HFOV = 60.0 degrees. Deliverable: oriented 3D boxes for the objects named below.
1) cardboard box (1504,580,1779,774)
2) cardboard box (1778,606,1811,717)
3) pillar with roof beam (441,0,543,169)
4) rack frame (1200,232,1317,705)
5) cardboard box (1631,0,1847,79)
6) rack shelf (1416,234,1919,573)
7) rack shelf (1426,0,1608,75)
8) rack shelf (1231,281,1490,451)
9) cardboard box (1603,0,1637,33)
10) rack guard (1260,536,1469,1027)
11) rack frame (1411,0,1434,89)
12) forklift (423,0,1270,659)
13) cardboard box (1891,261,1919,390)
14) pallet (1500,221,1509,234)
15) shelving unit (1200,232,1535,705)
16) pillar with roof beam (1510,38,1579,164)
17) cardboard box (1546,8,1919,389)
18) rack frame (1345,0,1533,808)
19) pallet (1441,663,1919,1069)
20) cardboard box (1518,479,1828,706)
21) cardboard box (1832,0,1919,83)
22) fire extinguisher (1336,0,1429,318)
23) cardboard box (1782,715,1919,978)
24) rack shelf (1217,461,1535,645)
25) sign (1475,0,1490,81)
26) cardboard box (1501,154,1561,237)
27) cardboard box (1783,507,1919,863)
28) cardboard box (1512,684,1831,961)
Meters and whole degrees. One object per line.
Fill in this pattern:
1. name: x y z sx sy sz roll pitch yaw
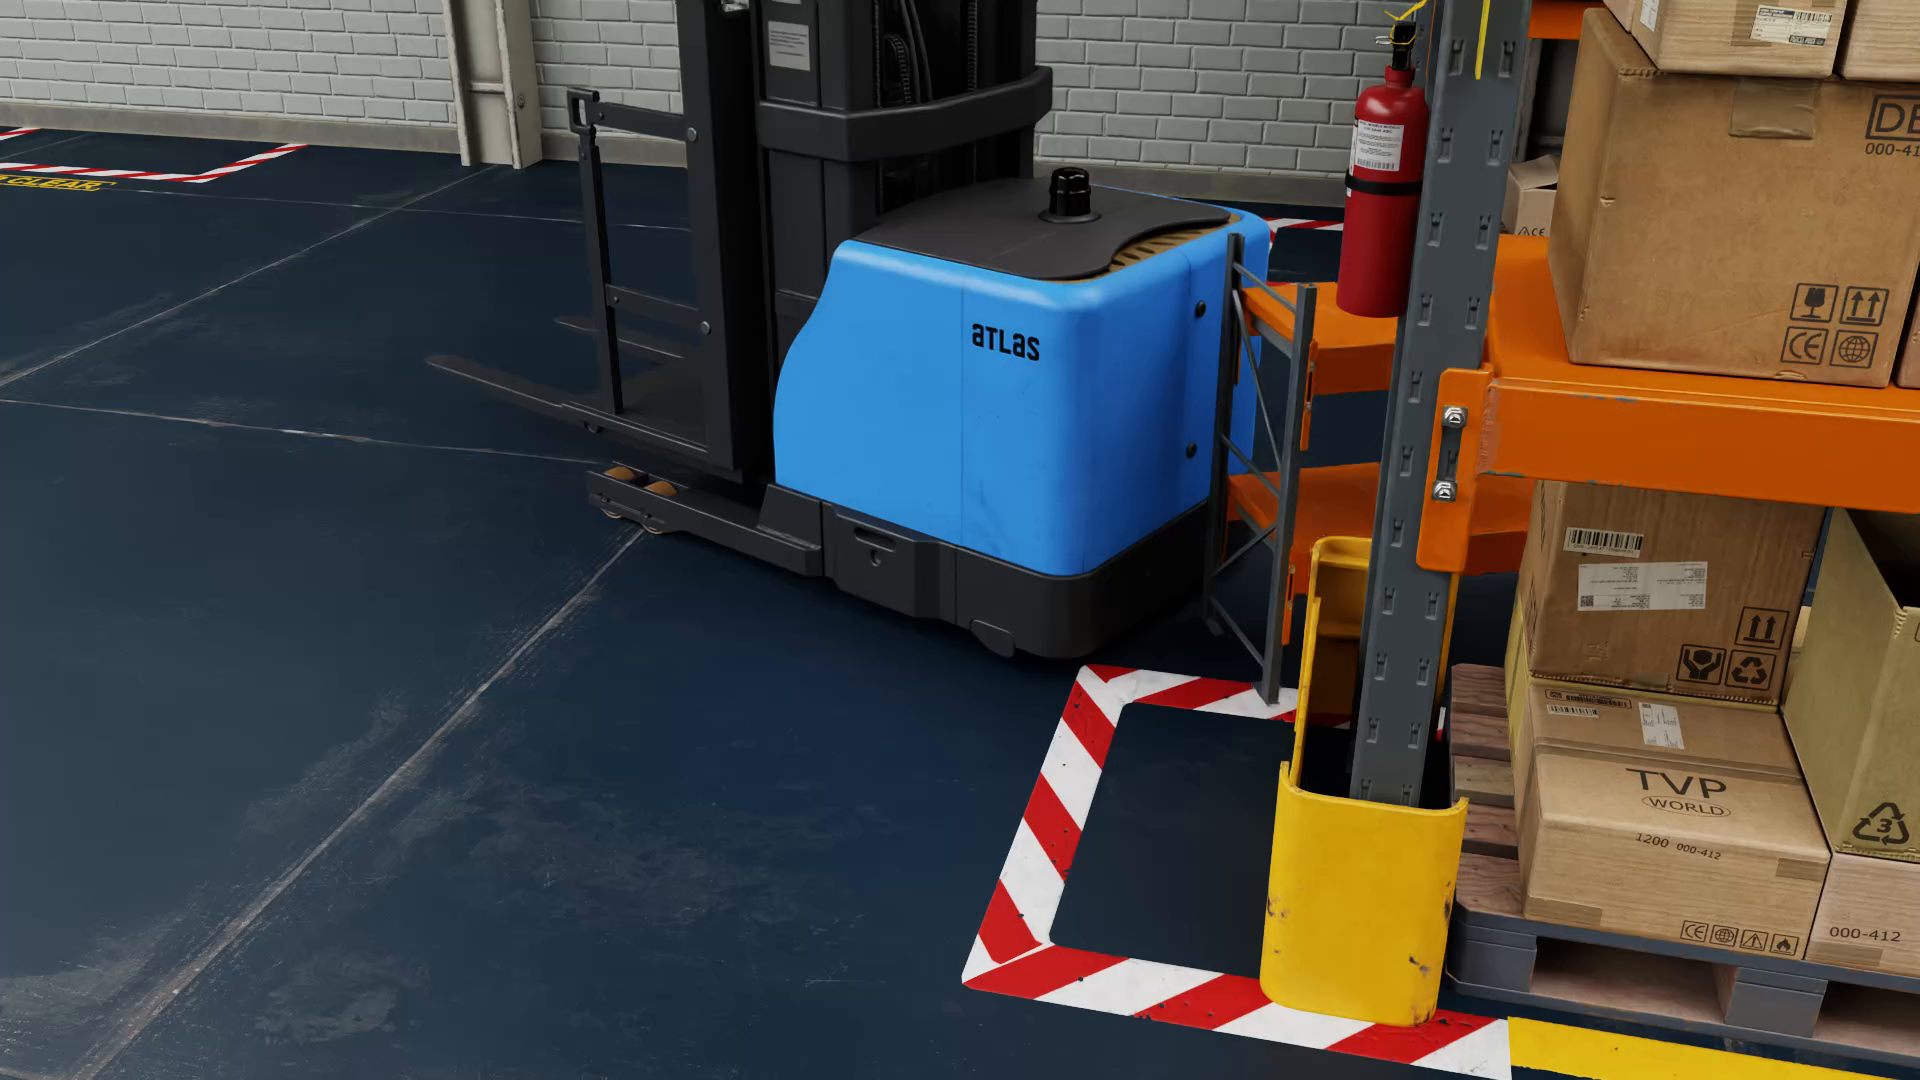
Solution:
1. cardboard box: 1.520 0.331 3.775 0.500 0.250 0.500 6 26 13
2. cardboard box: 2.008 0.380 3.673 0.500 0.250 0.500 6 26 13
3. pillar with roof beam: -3.832 -4.562 4.363 0.400 9.000 9.100 6 26 13
4. rack frame: 0.762 -0.183 4.325 0.032 1.125 0.500 -6 26 -12
5. cardboard box: 1.254 -0.861 2.699 0.250 0.149 0.380 6 26 13
6. rack shelf: 2.864 -0.116 2.841 4.000 0.370 1.077 6 26 13
7. rack shelf: 4.095 -2.179 7.174 4.000 0.370 1.077 6 26 13
8. rack shelf: 1.258 -0.495 4.301 1.000 0.278 0.538 -6 26 -12
9. cardboard box: 1.345 -1.031 3.056 0.250 0.149 0.380 6 26 12
10. rack guard: 0.904 0.471 3.679 0.348 0.500 1.175 6 26 13
11. rack frame: 2.158 -2.718 7.469 0.127 3.000 1.000 6 26 13
12. forklift: -0.583 -1.501 4.992 3.031 2.935 1.130 19 31 34
13. cardboard box: 1.886 -0.591 2.885 0.500 0.500 0.700 7 26 14
14. pallet: 3.009 -1.349 7.837 1.213 0.211 1.003 6 26 13
15. shelving unit: 1.258 -0.231 4.427 1.048 1.125 0.538 -6 26 -12
16. pillar with roof beam: 1.979 -3.919 3.014 0.400 9.000 9.100 6 26 13
17. cardboard box: 1.376 -0.645 2.998 0.500 0.500 0.700 6 26 13
18. rack frame: 0.927 -0.655 3.136 0.127 3.000 1.000 6 26 13
19. pallet: 1.678 0.668 3.600 1.213 0.211 1.003 6 26 13
20. cardboard box: 1.521 -0.008 3.615 0.500 0.500 0.500 6 26 13
21. cardboard box: 1.510 -0.834 2.642 0.250 0.149 0.380 6 26 12
22. fire extinguisher: 0.929 -0.826 3.585 0.183 0.674 0.296 6 26 13
23. cardboard box: 1.877 0.599 3.213 0.500 0.250 0.500 6 26 13
24. rack shelf: 1.258 -0.010 4.532 1.000 0.278 0.538 -6 26 -12
25. sign: 0.783 -0.851 2.449 0.005 0.325 0.100 6 26 13
26. cardboard box: 2.805 -1.591 7.718 0.500 0.311 0.500 3 26 7
27. cardboard box: 1.876 0.261 3.050 0.500 0.500 0.500 6 26 13
28. cardboard box: 1.391 0.547 3.322 0.500 0.250 0.500 6 26 13
